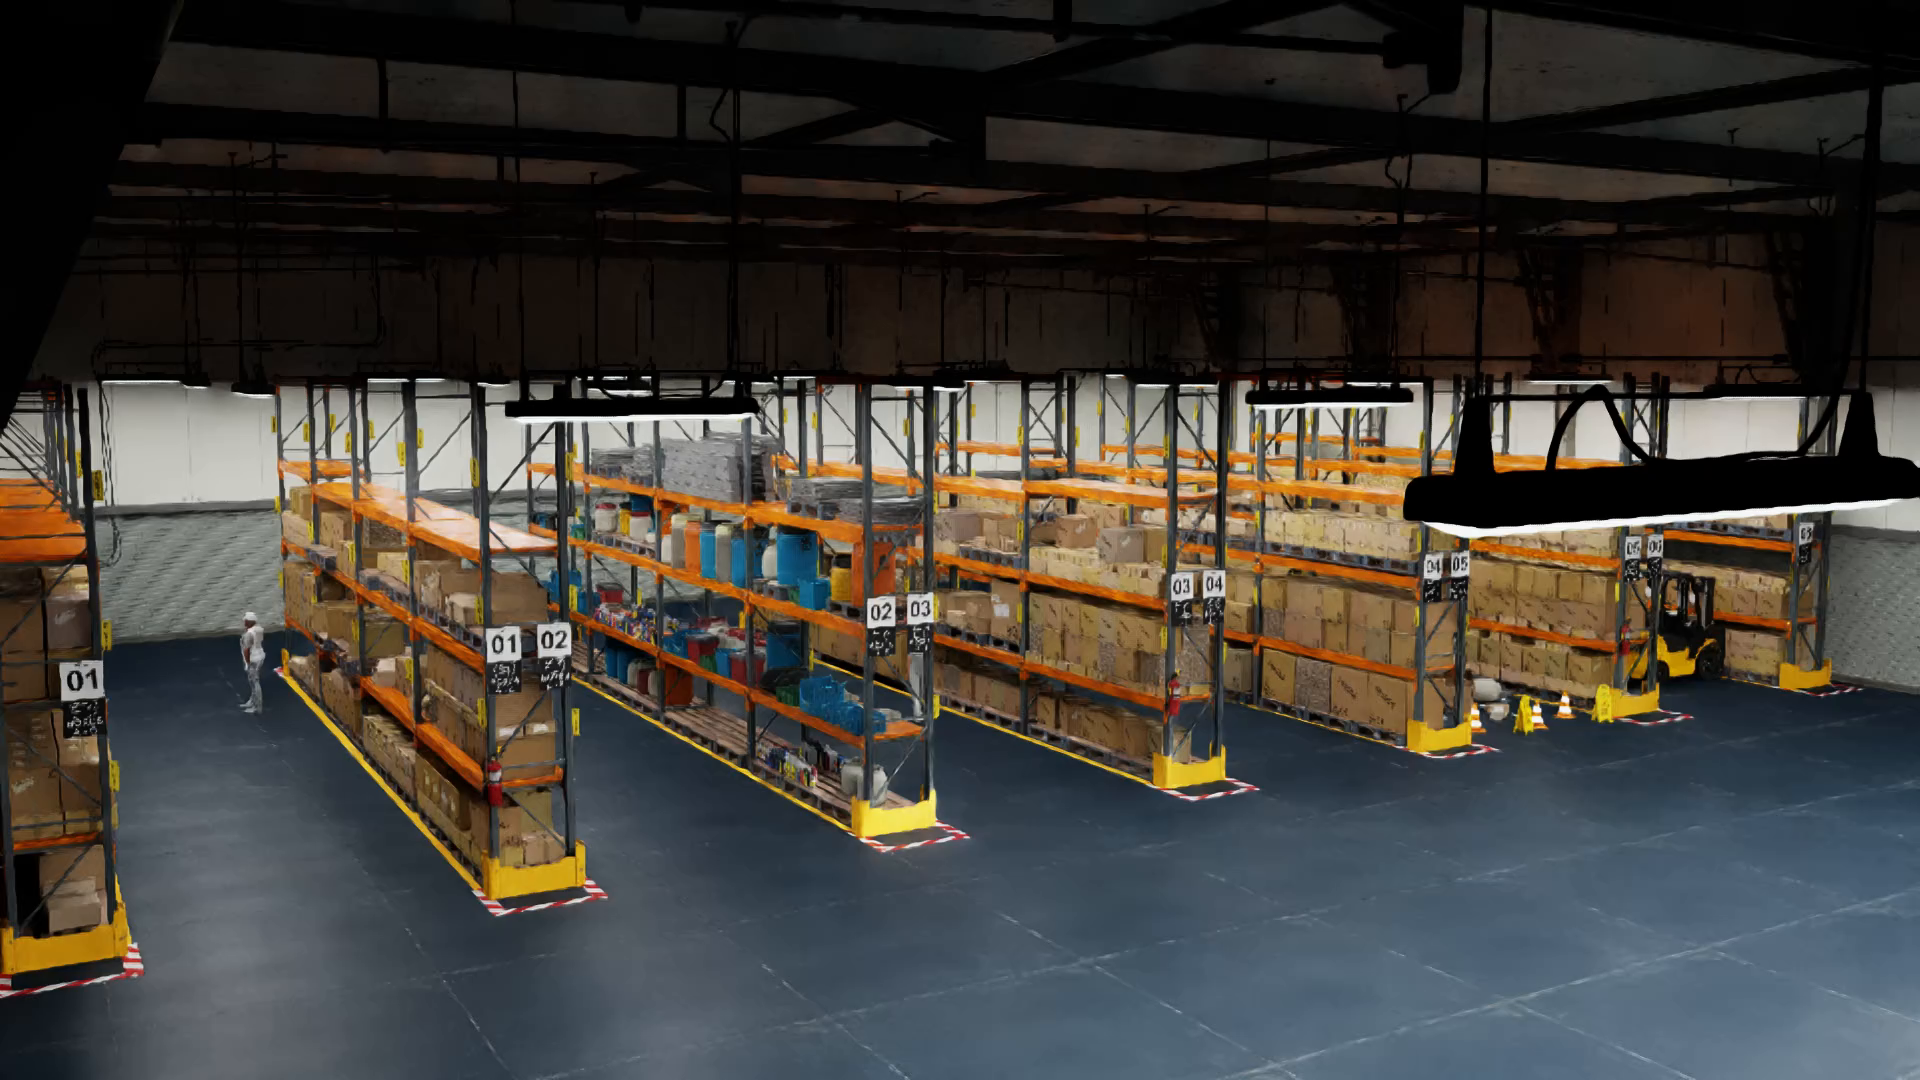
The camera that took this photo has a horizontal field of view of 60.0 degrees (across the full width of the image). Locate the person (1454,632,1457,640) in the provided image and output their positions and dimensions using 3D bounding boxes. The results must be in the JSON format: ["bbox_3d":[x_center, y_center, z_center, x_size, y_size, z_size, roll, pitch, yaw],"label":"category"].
[{"bbox_3d":[10.901,1.461,37.173,0.521,1.592,0.511,0,6,-2],"label":"person"}]

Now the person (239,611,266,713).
[{"bbox_3d":[-12.733,2.169,29.811,0.493,1.785,0.616,0,6,0],"label":"person"}]

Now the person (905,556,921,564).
[{"bbox_3d":[-1.179,0.940,41.830,0.506,1.660,0.571,3,7,24],"label":"person"}]

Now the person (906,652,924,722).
[{"bbox_3d":[-0.692,2.333,29.142,0.445,1.603,1.016,-2,7,-20],"label":"person"}]
